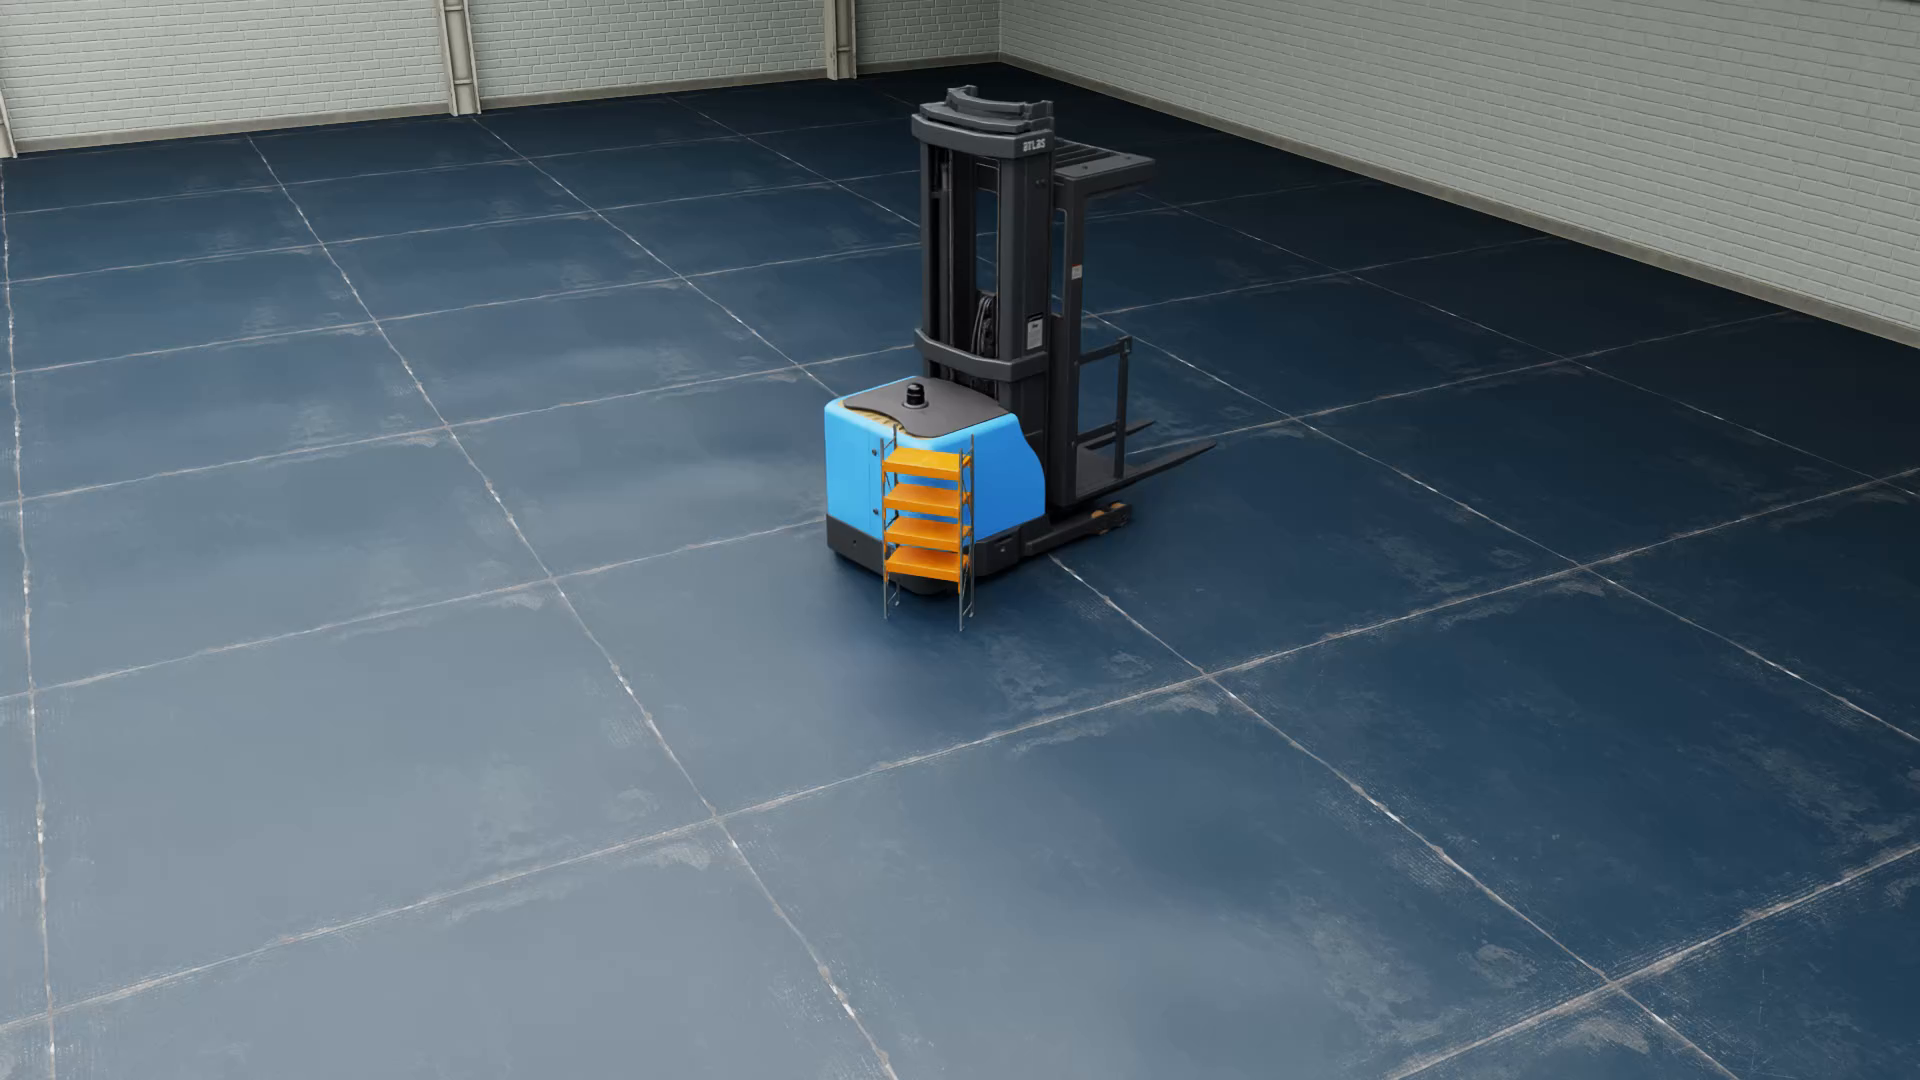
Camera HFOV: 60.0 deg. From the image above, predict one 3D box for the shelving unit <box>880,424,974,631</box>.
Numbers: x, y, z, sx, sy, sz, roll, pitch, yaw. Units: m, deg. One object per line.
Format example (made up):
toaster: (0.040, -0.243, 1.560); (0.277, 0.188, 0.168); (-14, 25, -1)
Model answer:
shelving unit: (-0.190, -0.069, 10.006); (0.503, 1.200, 0.258); (8, 27, 17)

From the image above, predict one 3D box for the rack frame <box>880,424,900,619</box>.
rack frame: (-0.422, -0.102, 10.076); (0.015, 1.200, 0.240); (8, 27, 17)

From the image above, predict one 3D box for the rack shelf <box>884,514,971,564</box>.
rack shelf: (-0.190, -0.008, 10.036); (0.480, 0.148, 0.258); (8, 27, 17)

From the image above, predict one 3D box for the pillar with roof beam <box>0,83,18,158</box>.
pillar with roof beam: (-10.463, -7.402, 16.269); (0.400, 9.000, 9.100); (-13, 29, -25)

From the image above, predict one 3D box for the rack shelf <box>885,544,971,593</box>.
rack shelf: (-0.190, 0.170, 10.122); (0.480, 0.148, 0.258); (8, 27, 17)

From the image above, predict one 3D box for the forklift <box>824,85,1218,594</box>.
forklift: (0.551, -1.505, 10.998); (3.031, 2.935, 1.130); (-21, 33, -37)

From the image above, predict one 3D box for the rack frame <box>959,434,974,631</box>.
rack frame: (0.041, -0.036, 9.936); (0.015, 1.200, 0.240); (8, 27, 17)

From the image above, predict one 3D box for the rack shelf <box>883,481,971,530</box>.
rack shelf: (-0.190, -0.210, 9.938); (0.480, 0.148, 0.258); (8, 27, 17)

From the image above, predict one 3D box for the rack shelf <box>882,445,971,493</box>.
rack shelf: (-0.191, -0.423, 9.835); (0.480, 0.148, 0.258); (8, 27, 17)

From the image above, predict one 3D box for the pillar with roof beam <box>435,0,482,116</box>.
pillar with roof beam: (-5.168, -8.624, 18.814); (0.400, 9.000, 9.100); (-13, 29, -25)

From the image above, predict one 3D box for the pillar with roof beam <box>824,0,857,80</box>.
pillar with roof beam: (0.126, -9.846, 21.359); (0.400, 9.000, 9.100); (-13, 29, -25)
